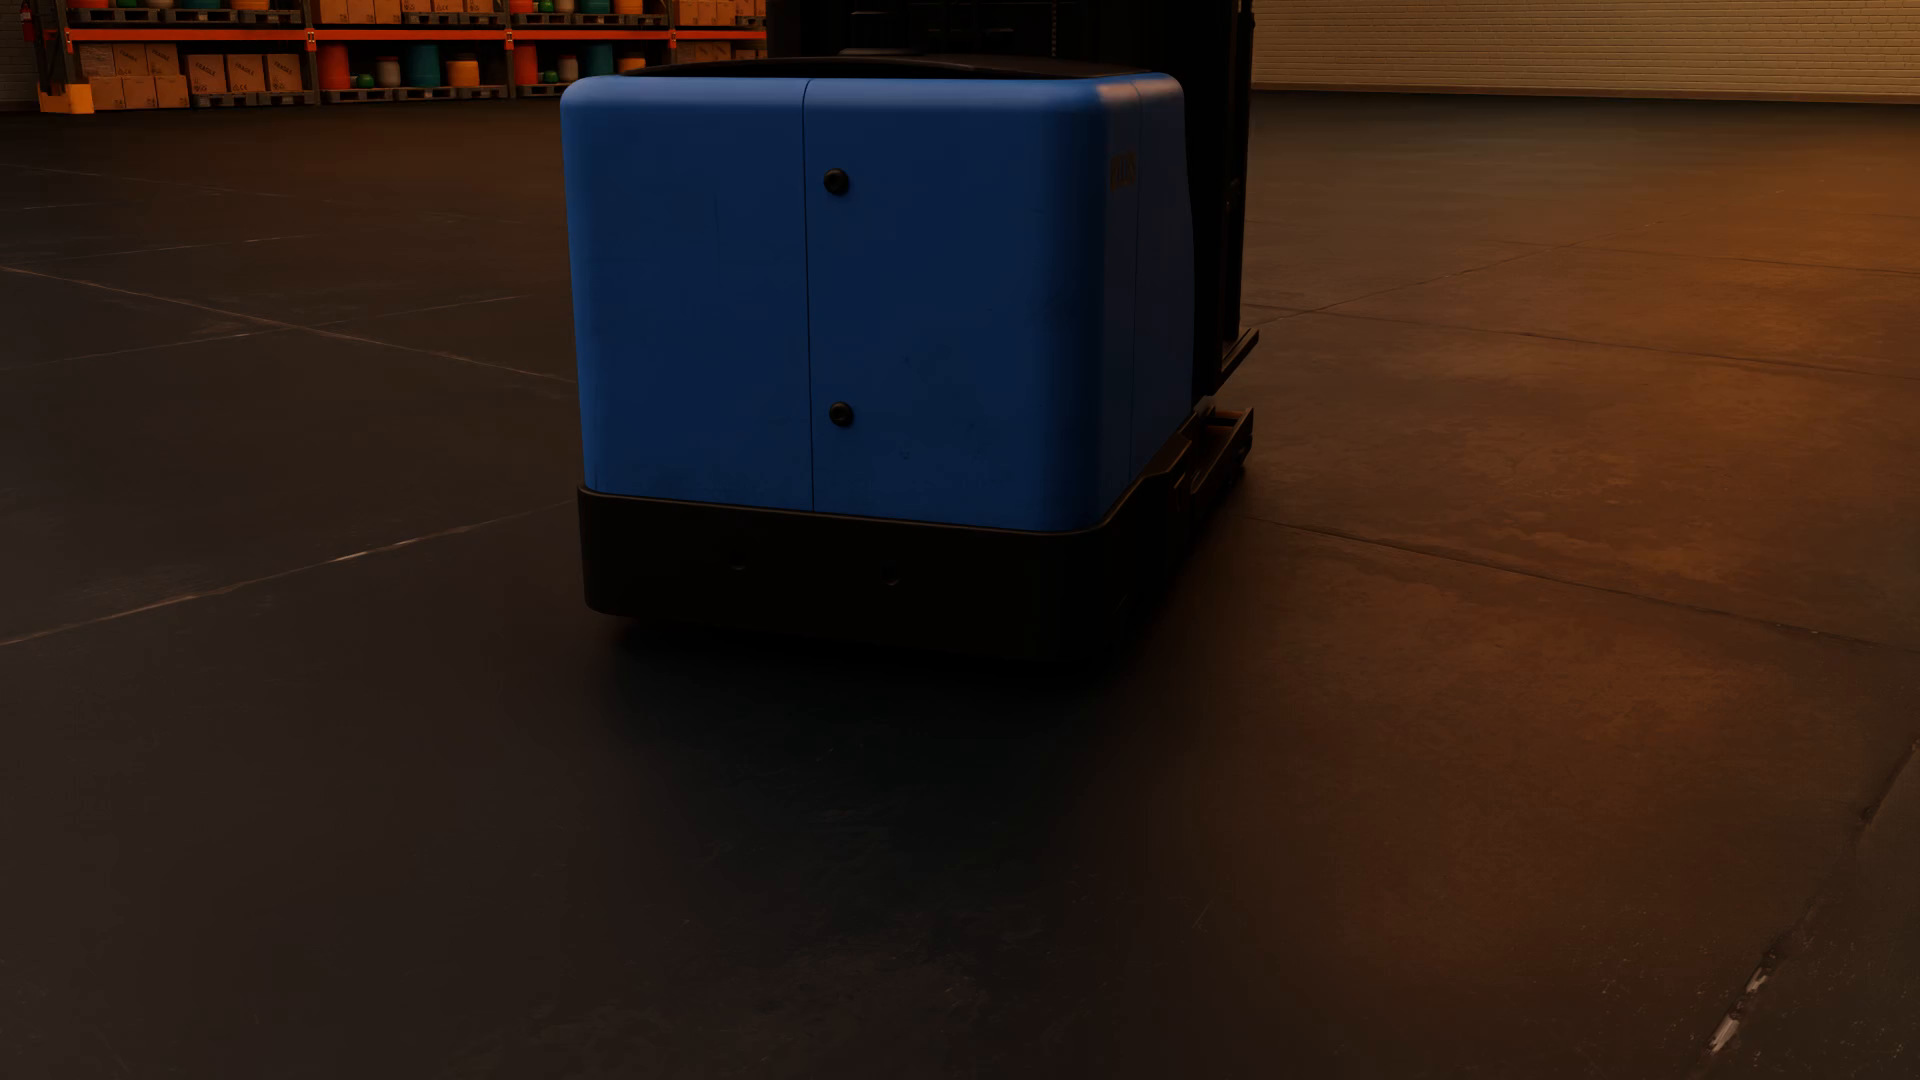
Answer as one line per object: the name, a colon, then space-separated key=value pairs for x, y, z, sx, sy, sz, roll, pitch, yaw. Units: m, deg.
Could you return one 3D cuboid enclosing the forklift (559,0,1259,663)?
forklift: x=0.182 y=-1.571 z=4.072 sx=1.130 sy=2.935 sz=3.031 roll=5 pitch=18 yaw=17
